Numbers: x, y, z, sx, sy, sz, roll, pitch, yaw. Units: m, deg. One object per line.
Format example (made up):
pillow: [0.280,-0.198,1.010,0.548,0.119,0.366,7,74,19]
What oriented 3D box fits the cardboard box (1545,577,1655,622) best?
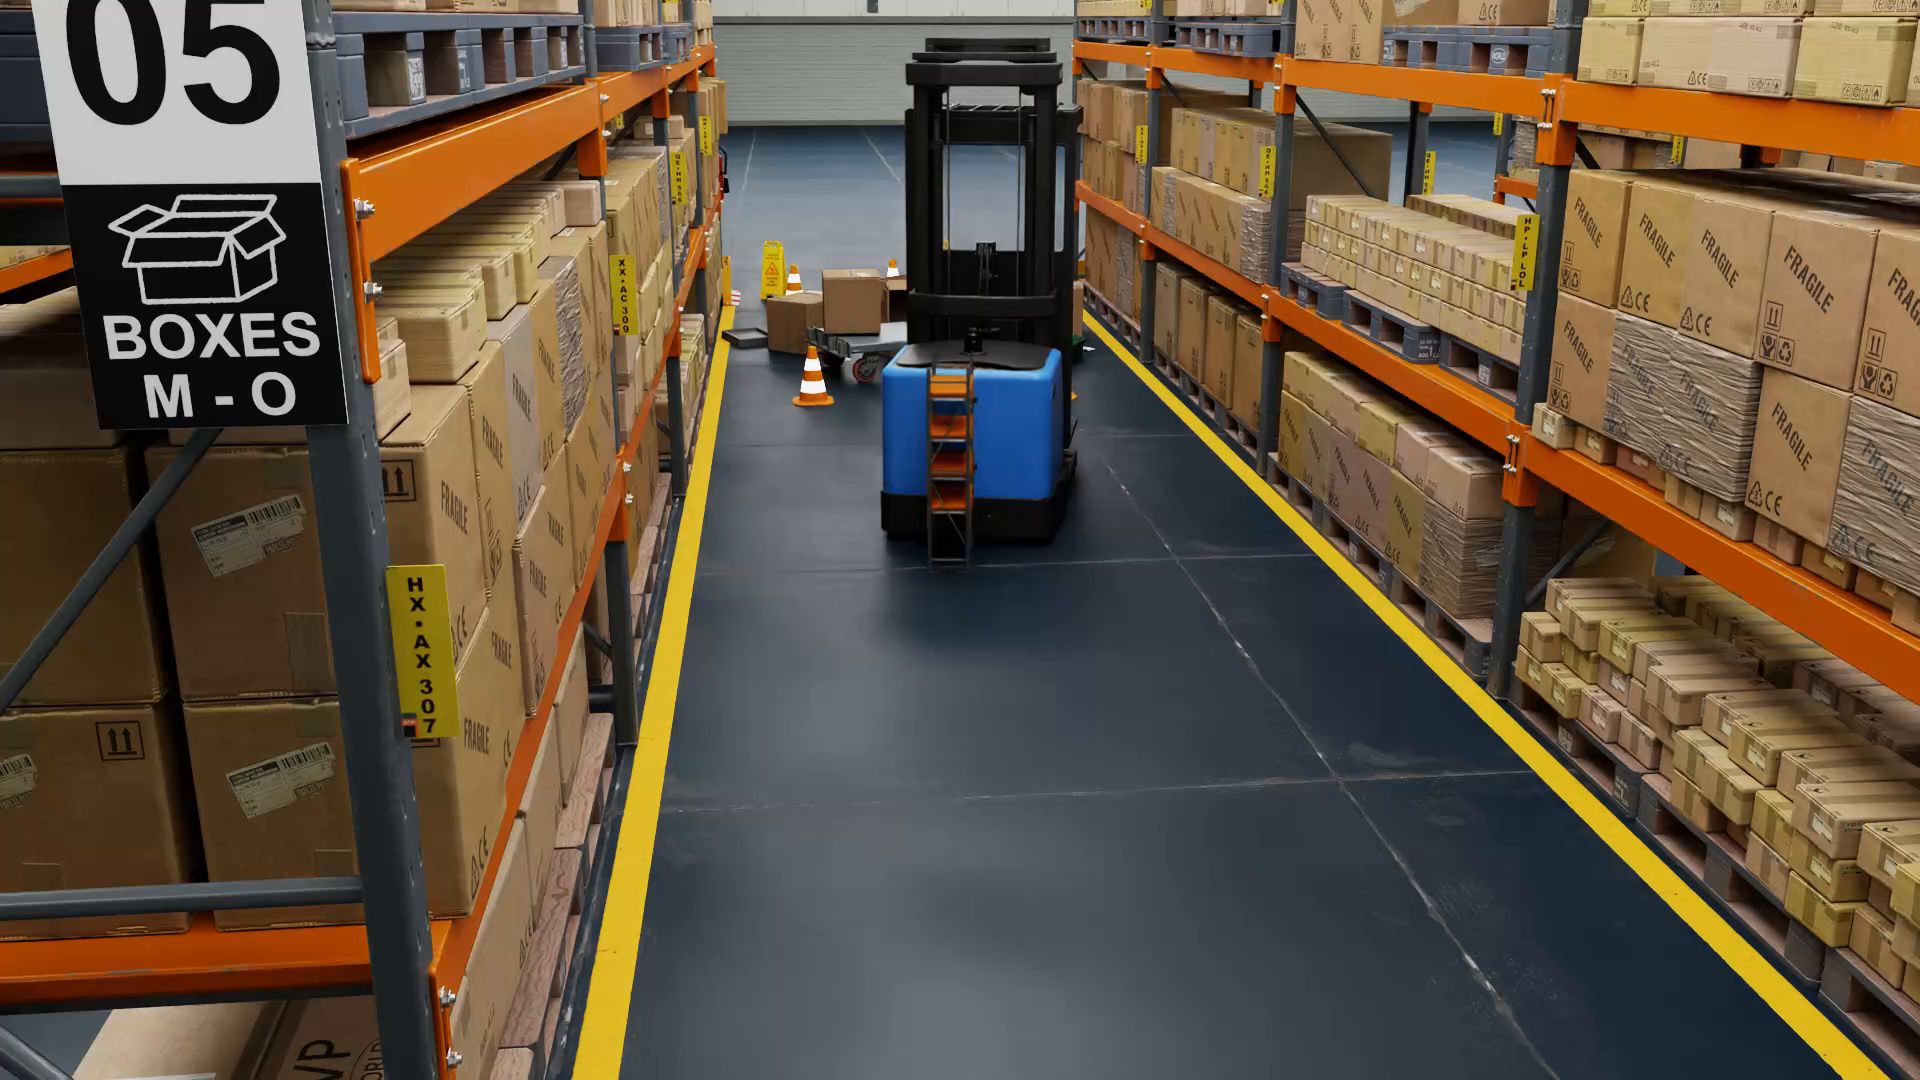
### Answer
cardboard box: [2.825,0.277,7.353,0.380,0.149,0.250,-1,17,-3]

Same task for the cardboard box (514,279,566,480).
cardboard box: [-1.445,-0.466,4.816,0.500,0.500,0.500,-2,18,-5]

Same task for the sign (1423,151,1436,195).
sign: [3.122,-2.434,11.122,0.100,0.325,0.005,-2,18,-6]

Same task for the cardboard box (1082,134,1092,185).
cardboard box: [1.841,-4.246,18.443,0.875,0.550,0.550,-2,18,-6]

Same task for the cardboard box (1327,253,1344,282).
cardboard box: [2.484,-1.681,10.241,0.380,0.149,0.250,-1,17,-3]

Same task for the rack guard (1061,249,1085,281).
rack guard: [1.756,-3.098,19.211,1.175,0.500,0.348,-2,18,-6]

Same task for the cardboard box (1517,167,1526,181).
cardboard box: [6.501,-4.119,18.710,0.380,0.149,0.250,-2,18,-6]

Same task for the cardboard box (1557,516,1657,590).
cardboard box: [3.183,0.056,8.464,0.500,0.500,0.500,-1,17,-3]

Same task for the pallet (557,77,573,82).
pallet: [-2.061,-2.137,7.287,0.805,0.209,1.217,-2,18,-8]

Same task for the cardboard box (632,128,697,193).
cardboard box: [-2.467,-3.168,13.896,0.500,0.500,0.500,-2,18,-7]

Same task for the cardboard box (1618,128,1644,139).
cardboard box: [6.742,-4.156,16.075,0.500,0.500,0.500,-2,18,-6]

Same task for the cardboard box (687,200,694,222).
cardboard box: [-2.313,-2.614,13.214,0.380,0.149,0.250,-2,18,-5]

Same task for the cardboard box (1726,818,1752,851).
cardboard box: [2.991,1.031,5.943,0.380,0.149,0.250,-1,17,-4]

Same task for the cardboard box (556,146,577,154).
cardboard box: [-2.522,-2.087,9.982,0.500,0.500,0.500,-2,18,-7]

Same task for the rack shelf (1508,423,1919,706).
rack shelf: [3.202,0.231,5.635,1.077,0.370,4.000,-2,18,-6]

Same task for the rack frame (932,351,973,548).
rack frame: [-0.042,-0.527,9.852,0.240,1.200,0.015,1,17,3]

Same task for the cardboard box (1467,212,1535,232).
cardboard box: [3.191,-1.828,9.718,0.380,0.149,0.250,-2,18,-6]

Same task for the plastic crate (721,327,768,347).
plastic crate: [-2.089,-2.009,16.442,0.402,0.080,0.583,-8,19,-25]

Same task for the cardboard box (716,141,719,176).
cardboard box: [-2.825,-4.137,17.683,0.500,0.500,0.500,-2,18,-7]

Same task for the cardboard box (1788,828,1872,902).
cardboard box: [2.948,1.044,5.405,0.380,0.149,0.250,-2,17,-5]

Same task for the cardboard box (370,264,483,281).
cardboard box: [-1.401,-0.593,4.140,0.380,0.149,0.250,-2,18,-5]

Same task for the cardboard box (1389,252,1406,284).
cardboard box: [2.599,-1.508,9.195,0.380,0.149,0.250,-1,17,-4]

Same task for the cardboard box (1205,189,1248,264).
cardboard box: [2.168,-2.371,12.555,0.500,0.500,0.500,-2,18,-7]

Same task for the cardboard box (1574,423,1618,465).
cardboard box: [2.800,-0.419,6.924,0.380,0.149,0.250,-1,17,-4]

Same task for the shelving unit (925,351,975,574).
shelving unit: [-0.053,-0.454,9.620,0.258,1.200,0.503,1,17,3]

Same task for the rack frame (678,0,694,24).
rack frame: [-2.743,-5.771,13.536,1.000,3.000,0.127,-2,18,-6]

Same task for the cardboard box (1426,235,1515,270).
cardboard box: [2.658,-1.495,8.656,0.380,0.149,0.250,-2,18,-7]

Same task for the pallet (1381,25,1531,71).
pallet: [2.928,-2.546,8.585,1.213,0.211,1.003,-2,18,-6]

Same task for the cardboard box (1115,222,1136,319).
cardboard box: [2.079,-2.736,16.732,0.875,0.875,0.875,-2,18,-5]

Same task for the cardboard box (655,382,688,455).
cardboard box: [-2.378,-0.832,11.506,0.950,0.372,0.625,-3,18,-9]

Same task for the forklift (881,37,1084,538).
forklift: [0.227,-1.808,11.041,1.130,2.935,3.031,2,18,7]

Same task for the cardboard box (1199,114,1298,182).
cardboard box: [2.334,-3.165,13.415,0.700,0.500,0.500,-2,18,-5]

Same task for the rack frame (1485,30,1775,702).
rack frame: [2.996,-0.708,7.425,1.000,3.000,0.127,-2,18,-6]

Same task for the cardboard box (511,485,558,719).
cardboard box: [-1.383,0.165,4.477,0.500,0.500,0.500,-2,18,-6]

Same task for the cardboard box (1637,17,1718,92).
cardboard box: [2.842,-1.773,6.059,0.500,0.250,0.500,-2,18,-6]

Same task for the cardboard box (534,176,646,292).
cardboard box: [-1.806,-1.490,8.080,0.500,0.500,0.500,-2,18,-7]

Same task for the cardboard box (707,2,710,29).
cardboard box: [-2.725,-5.154,16.331,0.500,0.250,0.500,-1,17,-4]

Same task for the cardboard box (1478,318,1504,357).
cardboard box: [2.730,-0.978,8.004,0.380,0.149,0.250,-2,18,-5]

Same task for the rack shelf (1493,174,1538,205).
rack shelf: [6.908,-3.468,17.415,1.077,0.370,4.000,-2,18,-6]

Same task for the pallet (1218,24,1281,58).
pallet: [2.464,-3.431,11.406,1.213,0.211,1.003,-1,17,-3]

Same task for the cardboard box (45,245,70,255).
cardboard box: [-7.310,-2.391,13.036,0.500,0.250,0.500,-2,18,-6]

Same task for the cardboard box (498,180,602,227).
cardboard box: [-1.569,-1.278,6.320,0.380,0.149,0.250,-2,18,-7]

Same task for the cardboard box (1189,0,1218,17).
cardboard box: [2.031,-4.334,13.519,0.250,0.149,0.380,-2,18,-6]

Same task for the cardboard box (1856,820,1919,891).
cardboard box: [3.016,0.981,5.111,0.380,0.149,0.250,-2,18,-8]

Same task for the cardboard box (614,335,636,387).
cardboard box: [-1.682,-0.832,7.235,0.500,0.250,0.500,-2,18,-7]

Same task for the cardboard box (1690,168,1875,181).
cardboard box: [3.313,-1.243,6.797,0.500,0.500,0.500,-2,18,-8]

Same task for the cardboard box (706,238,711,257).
cardboard box: [-2.488,-2.688,15.285,0.380,0.149,0.250,-2,17,-5]

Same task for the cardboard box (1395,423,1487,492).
cardboard box: [2.628,-0.442,8.796,0.500,0.250,0.500,-1,17,-3]

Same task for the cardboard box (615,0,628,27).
cardboard box: [-1.720,-2.476,7.180,0.500,0.500,0.500,-2,18,-7]

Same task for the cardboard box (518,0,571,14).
cardboard box: [-1.506,-1.825,5.527,0.380,0.149,0.250,-1,17,-4]

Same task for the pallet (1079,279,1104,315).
pallet: [1.918,-2.717,18.480,1.003,0.211,1.213,-2,18,-6]

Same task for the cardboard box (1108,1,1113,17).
cardboard box: [1.657,-5.204,16.290,0.380,0.149,0.250,-2,18,-6]

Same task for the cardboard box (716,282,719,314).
cardboard box: [-2.699,-2.446,16.850,0.500,0.250,0.500,-2,18,-8]

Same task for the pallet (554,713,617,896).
pallet: [-1.917,1.034,6.531,1.003,0.211,1.213,-2,18,-6]

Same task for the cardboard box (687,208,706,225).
cardboard box: [-2.456,-2.893,14.803,0.380,0.149,0.250,-2,18,-6]

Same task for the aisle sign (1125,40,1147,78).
aisle sign: [2.049,-5.554,18.521,0.394,0.787,0.004,-2,18,-6]

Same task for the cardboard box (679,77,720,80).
cardboard box: [-2.885,-4.622,17.558,0.700,0.500,0.500,-2,18,-7]
